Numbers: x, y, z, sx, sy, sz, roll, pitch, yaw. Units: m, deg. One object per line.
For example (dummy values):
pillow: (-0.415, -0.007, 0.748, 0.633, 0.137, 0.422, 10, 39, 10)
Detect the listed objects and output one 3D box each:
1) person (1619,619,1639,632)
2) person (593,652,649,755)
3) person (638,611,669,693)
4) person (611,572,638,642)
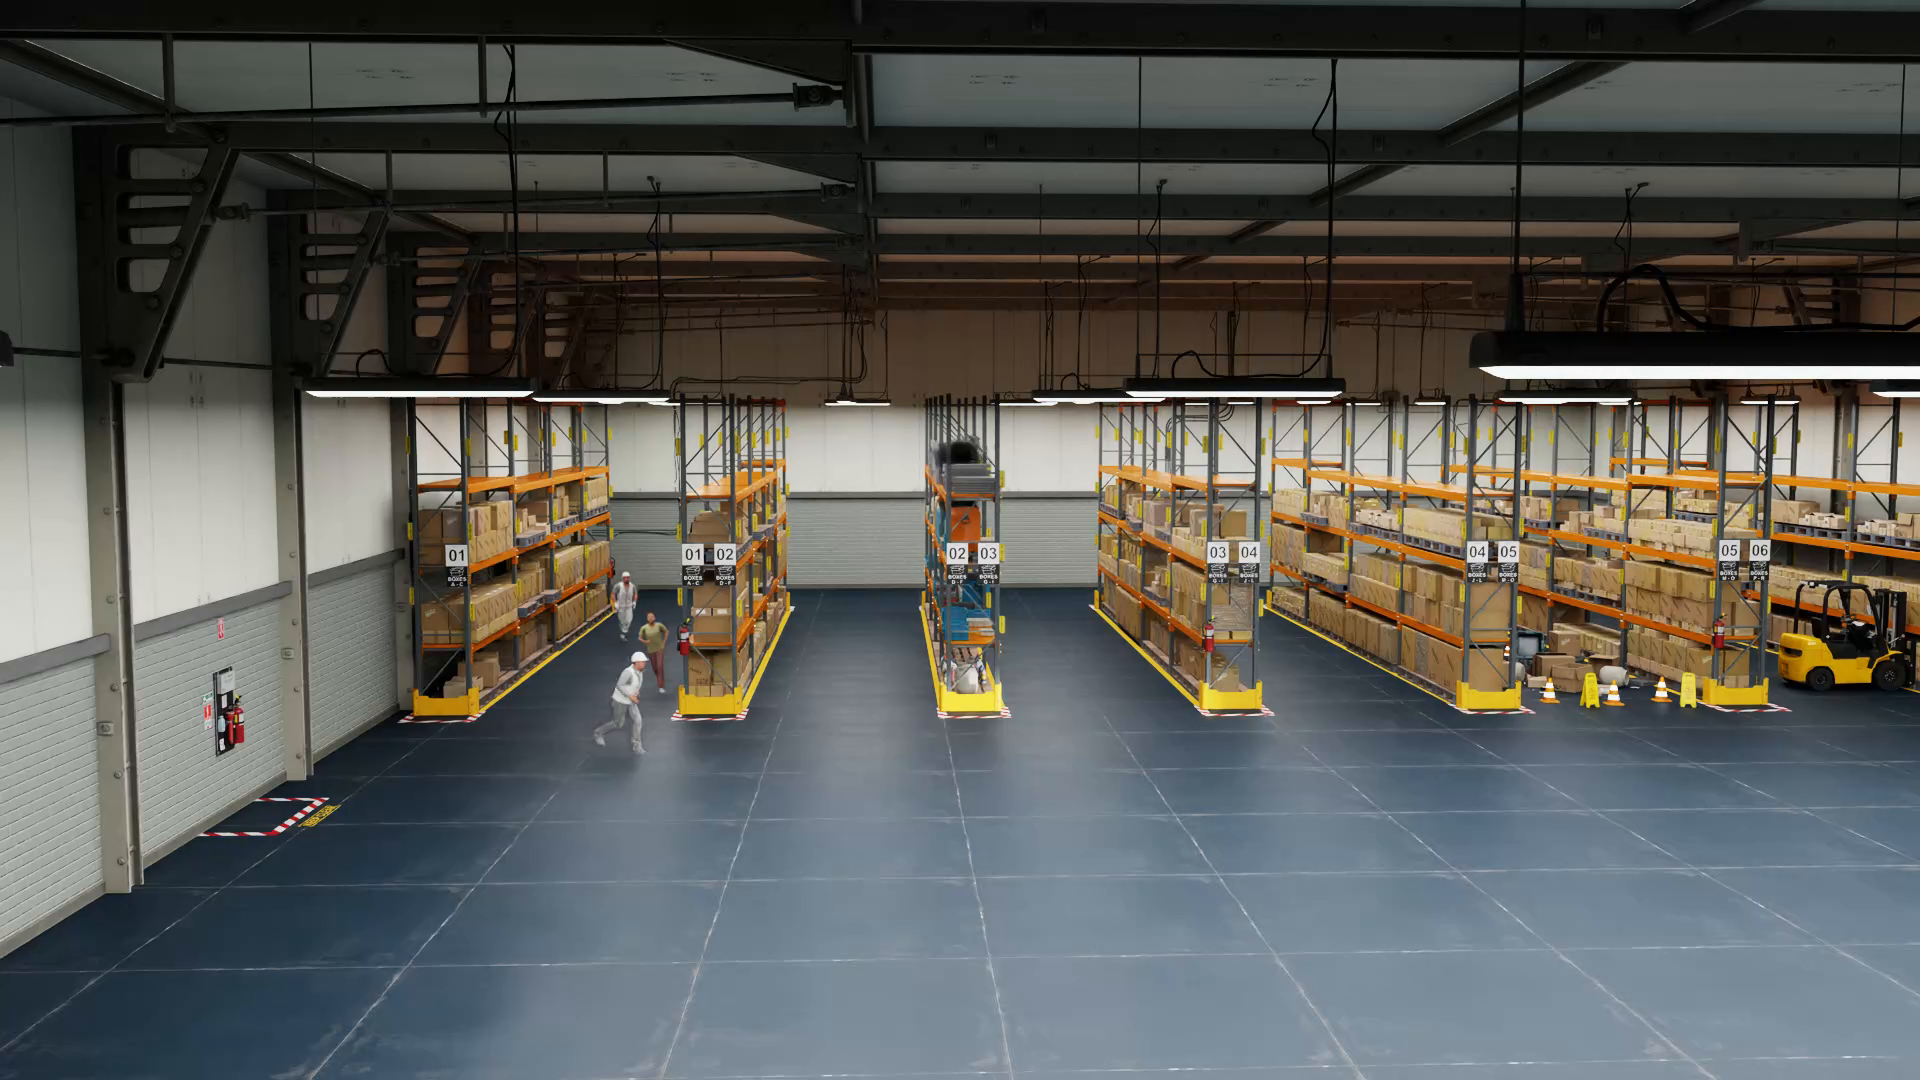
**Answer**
person: (16.859, 1.621, 41.777, 0.601, 1.641, 0.947, -1, 5, -15)
person: (-5.641, 2.706, 27.662, 1.024, 1.735, 0.686, 1, 5, 14)
person: (-6.224, 2.254, 33.779, 0.612, 1.624, 0.795, -1, 5, -8)
person: (-8.254, 1.634, 40.913, 0.660, 1.722, 0.589, -2, 5, -23)
